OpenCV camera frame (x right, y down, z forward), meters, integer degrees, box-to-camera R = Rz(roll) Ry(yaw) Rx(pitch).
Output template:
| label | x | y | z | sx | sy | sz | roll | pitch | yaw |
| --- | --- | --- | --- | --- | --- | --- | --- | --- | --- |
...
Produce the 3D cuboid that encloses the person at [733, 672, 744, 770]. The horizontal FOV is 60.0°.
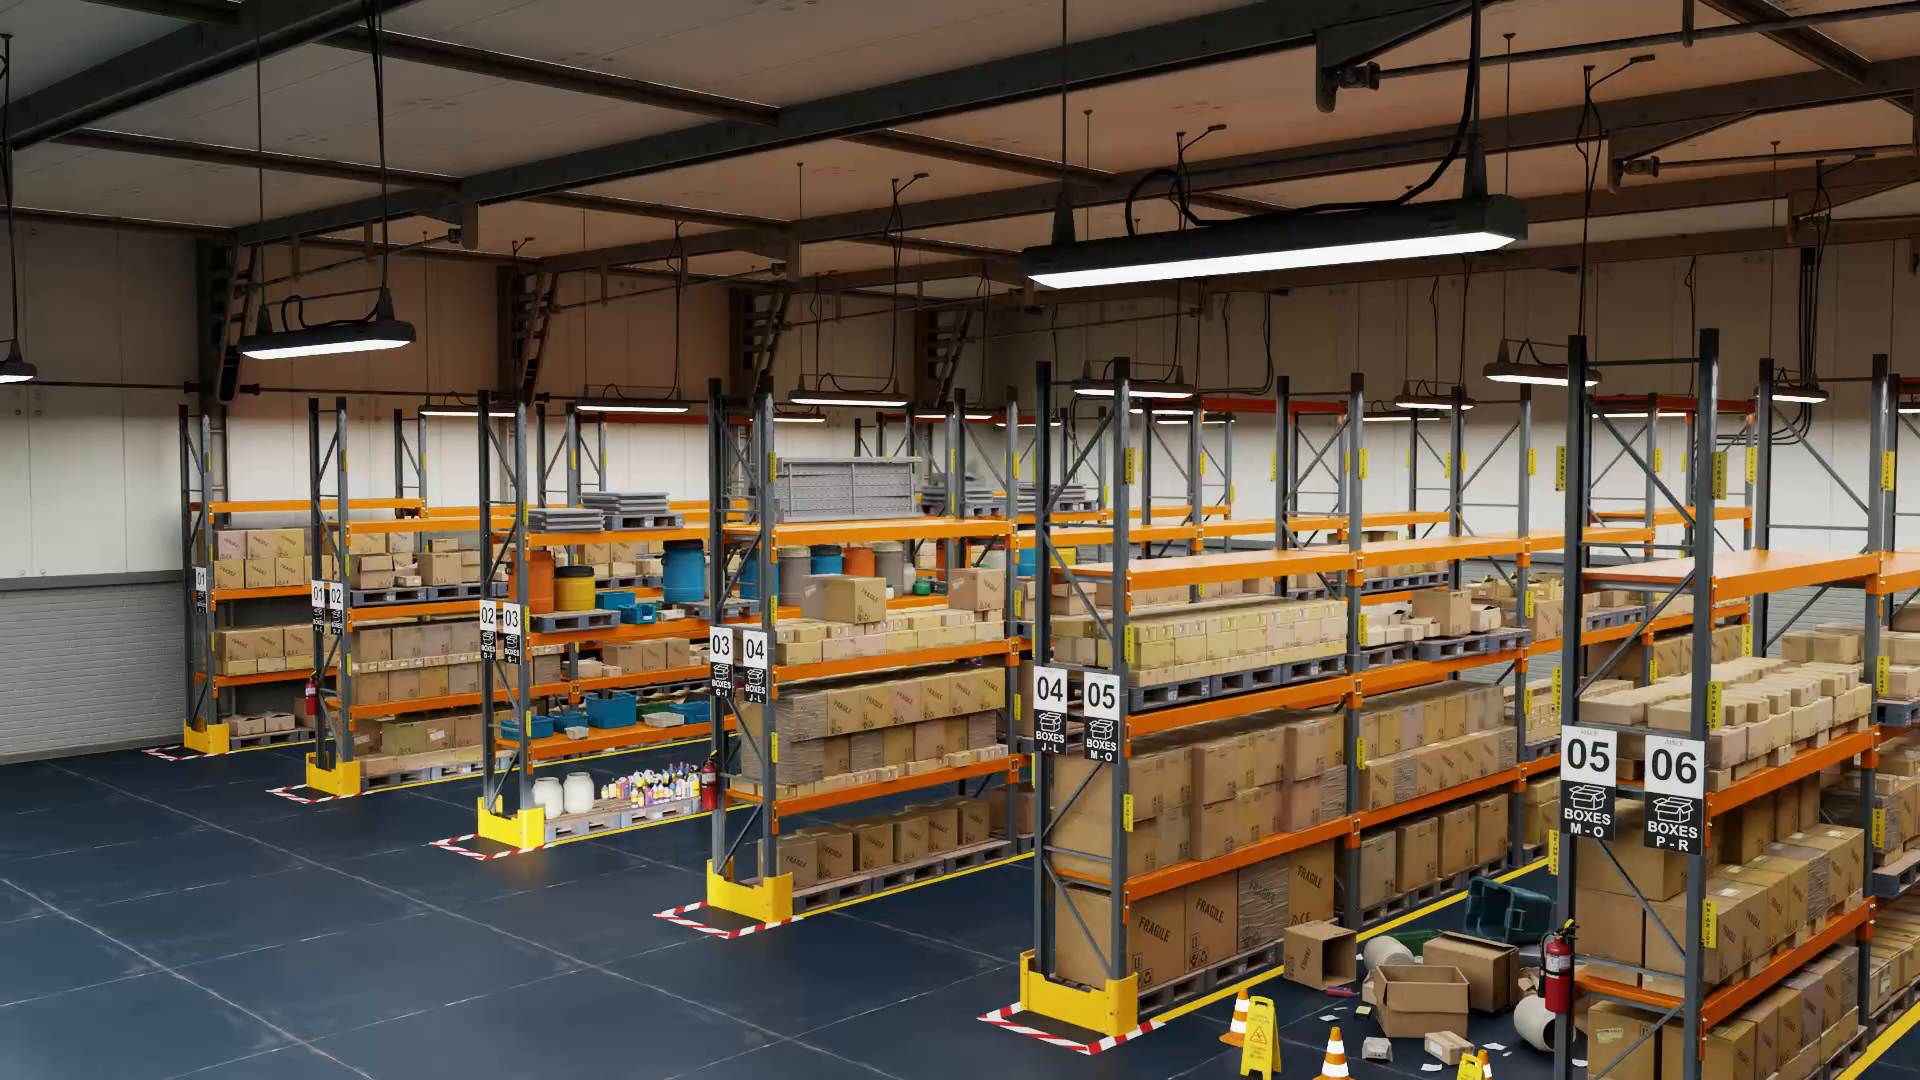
| label | x | y | z | sx | sy | sz | roll | pitch | yaw |
| --- | --- | --- | --- | --- | --- | --- | --- | --- | --- |
| person | -3.503 | 2.857 | 27.340 | 0.799 | 1.855 | 0.645 | -3 | 4 | -43 |
